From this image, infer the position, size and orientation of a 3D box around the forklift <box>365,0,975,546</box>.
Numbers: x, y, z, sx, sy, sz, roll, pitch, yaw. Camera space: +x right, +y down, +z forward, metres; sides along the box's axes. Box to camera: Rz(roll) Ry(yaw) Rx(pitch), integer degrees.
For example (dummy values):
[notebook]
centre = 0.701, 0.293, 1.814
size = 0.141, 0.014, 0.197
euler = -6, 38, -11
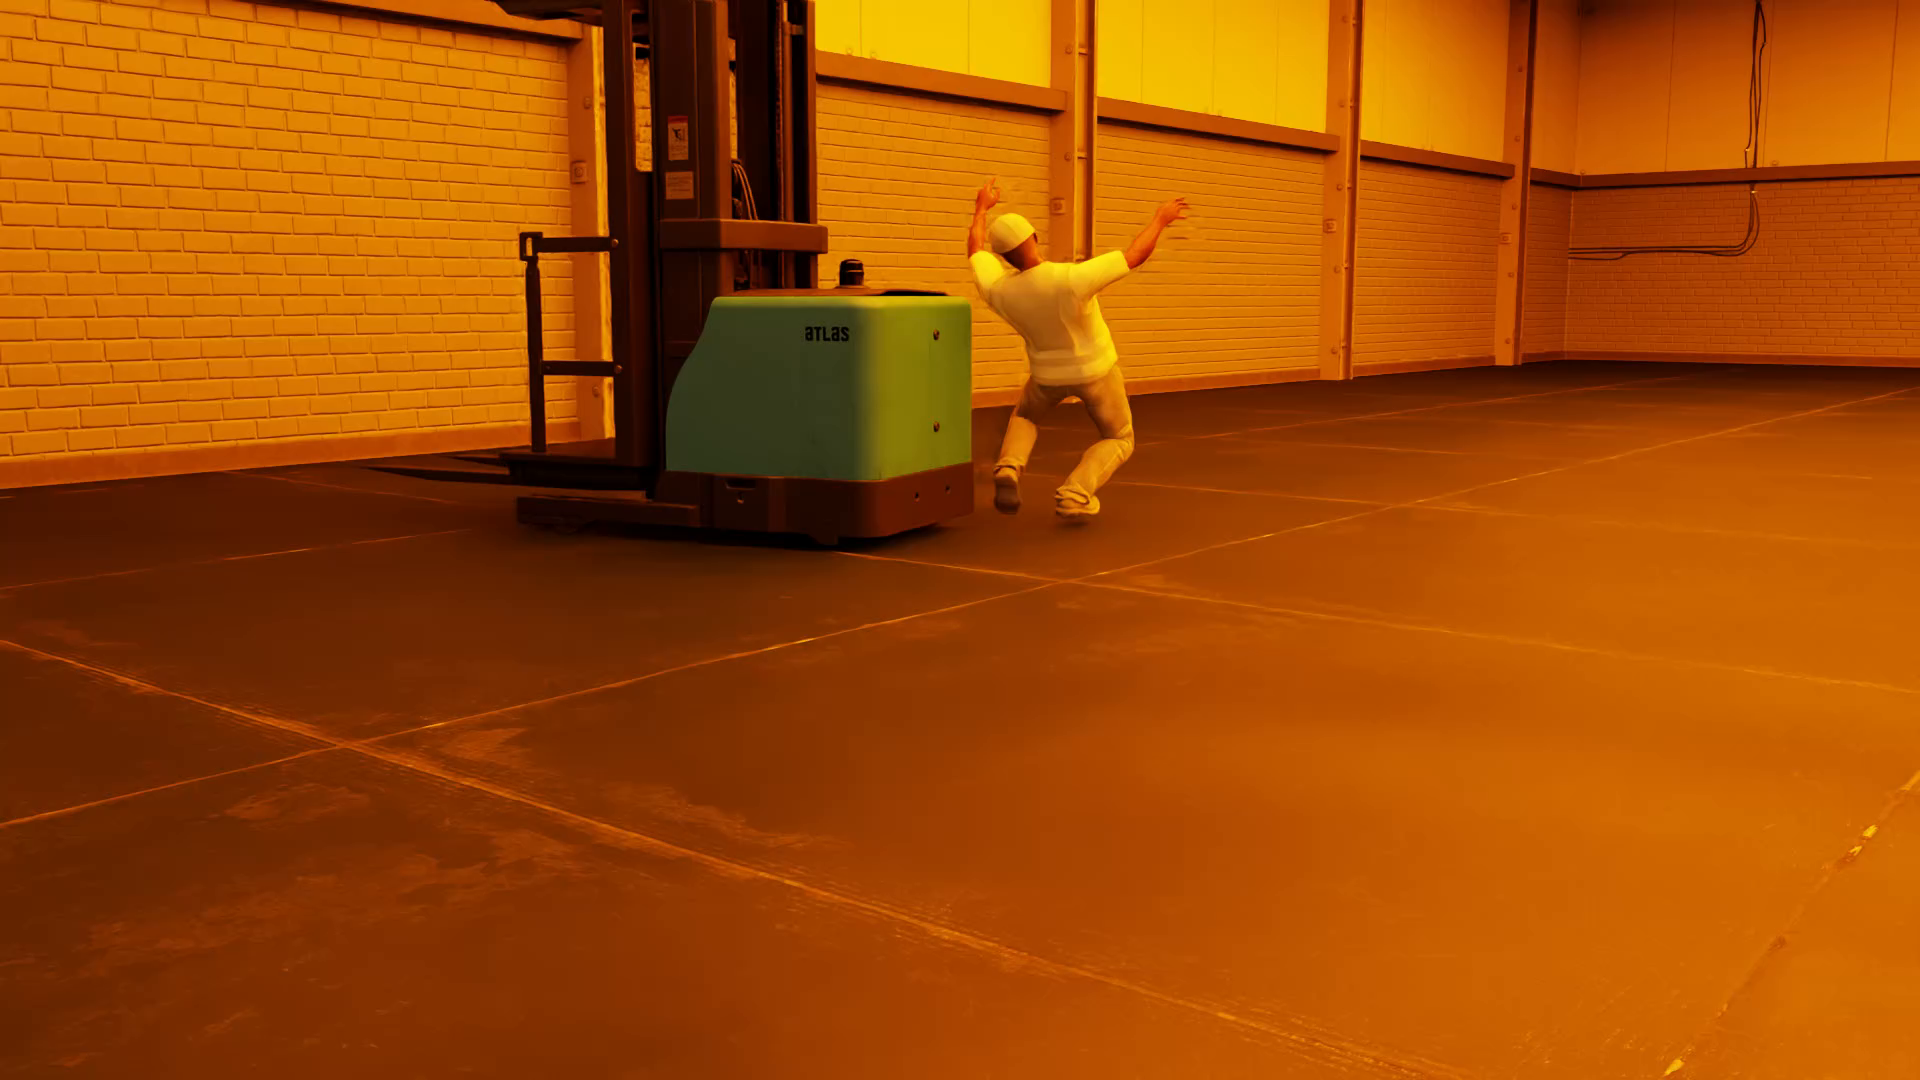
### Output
[forklift]
centre = -1.489, -1.545, 7.841
size = 3.031, 2.935, 1.130
euler = 4, 9, 25

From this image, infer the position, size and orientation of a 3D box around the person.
[person]
centre = 0.489, -0.903, 7.861
size = 1.042, 1.644, 0.741
euler = 4, 9, 27
